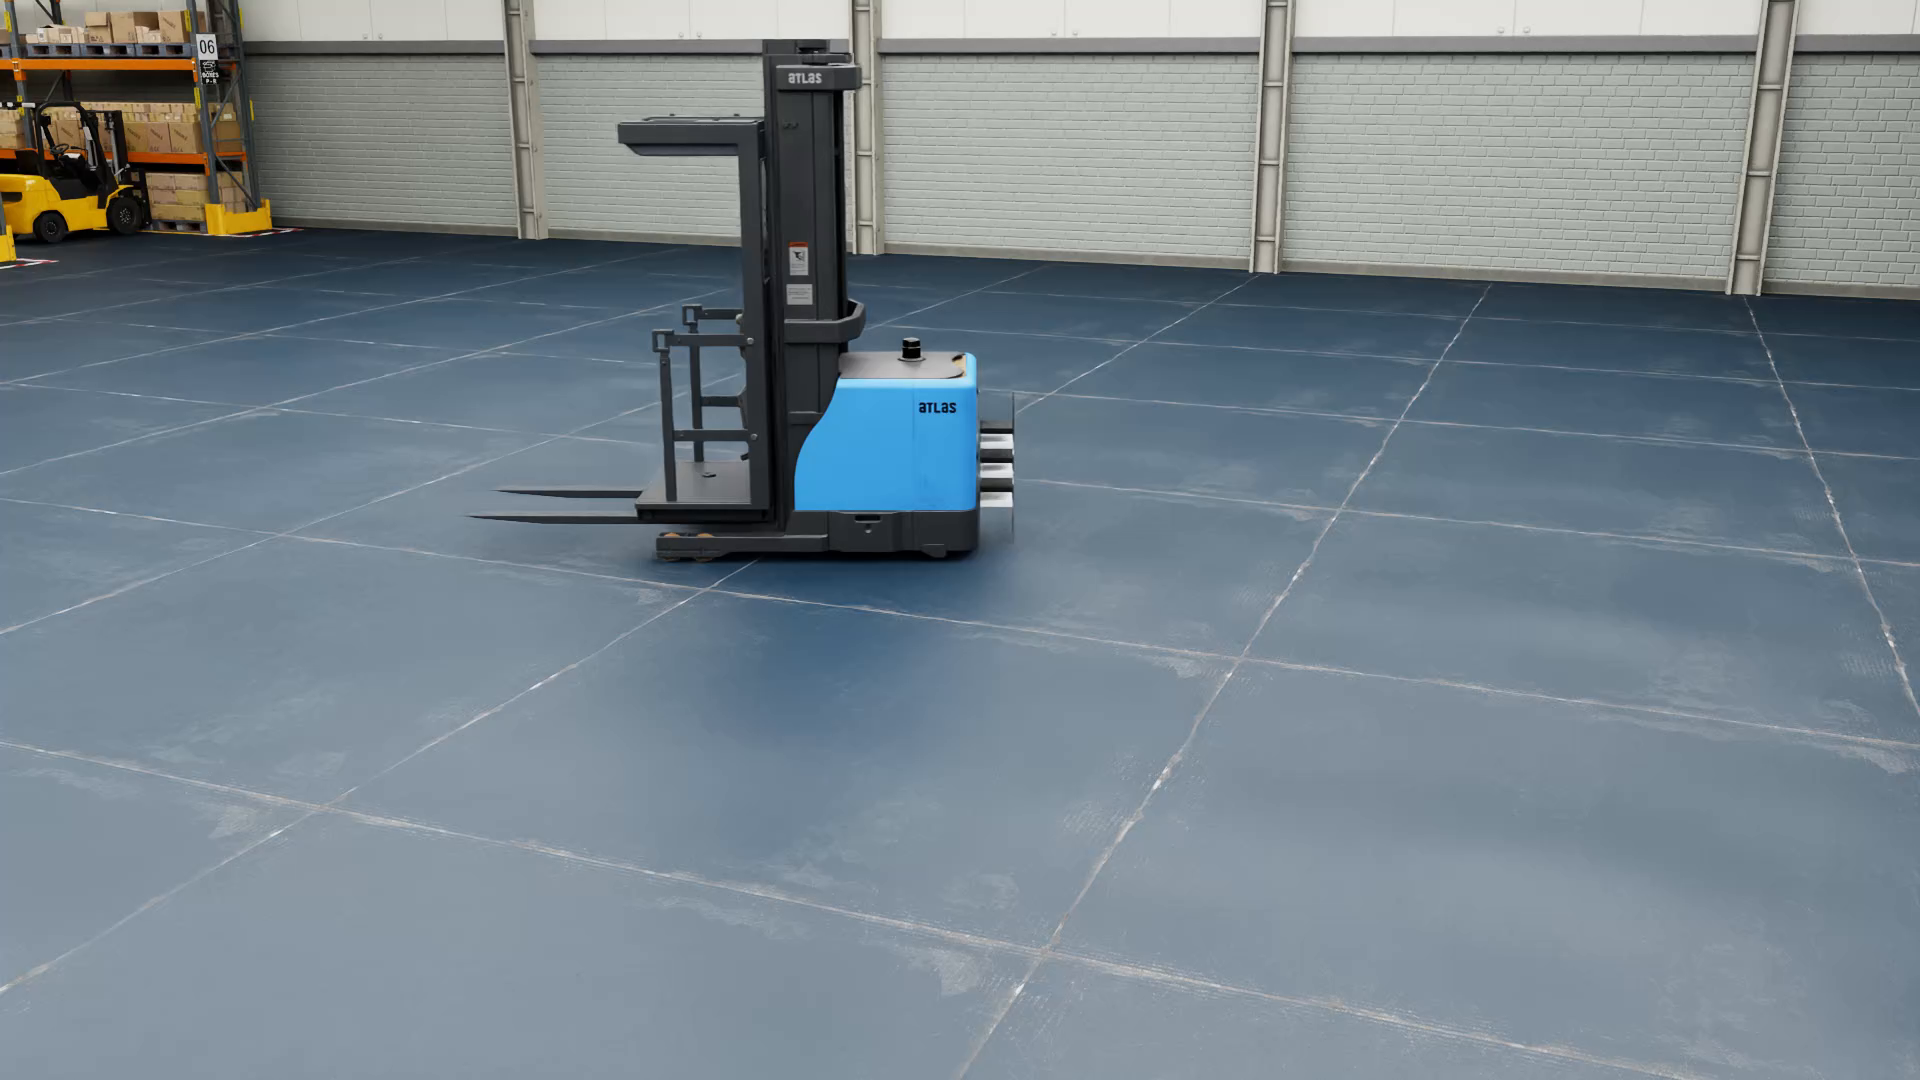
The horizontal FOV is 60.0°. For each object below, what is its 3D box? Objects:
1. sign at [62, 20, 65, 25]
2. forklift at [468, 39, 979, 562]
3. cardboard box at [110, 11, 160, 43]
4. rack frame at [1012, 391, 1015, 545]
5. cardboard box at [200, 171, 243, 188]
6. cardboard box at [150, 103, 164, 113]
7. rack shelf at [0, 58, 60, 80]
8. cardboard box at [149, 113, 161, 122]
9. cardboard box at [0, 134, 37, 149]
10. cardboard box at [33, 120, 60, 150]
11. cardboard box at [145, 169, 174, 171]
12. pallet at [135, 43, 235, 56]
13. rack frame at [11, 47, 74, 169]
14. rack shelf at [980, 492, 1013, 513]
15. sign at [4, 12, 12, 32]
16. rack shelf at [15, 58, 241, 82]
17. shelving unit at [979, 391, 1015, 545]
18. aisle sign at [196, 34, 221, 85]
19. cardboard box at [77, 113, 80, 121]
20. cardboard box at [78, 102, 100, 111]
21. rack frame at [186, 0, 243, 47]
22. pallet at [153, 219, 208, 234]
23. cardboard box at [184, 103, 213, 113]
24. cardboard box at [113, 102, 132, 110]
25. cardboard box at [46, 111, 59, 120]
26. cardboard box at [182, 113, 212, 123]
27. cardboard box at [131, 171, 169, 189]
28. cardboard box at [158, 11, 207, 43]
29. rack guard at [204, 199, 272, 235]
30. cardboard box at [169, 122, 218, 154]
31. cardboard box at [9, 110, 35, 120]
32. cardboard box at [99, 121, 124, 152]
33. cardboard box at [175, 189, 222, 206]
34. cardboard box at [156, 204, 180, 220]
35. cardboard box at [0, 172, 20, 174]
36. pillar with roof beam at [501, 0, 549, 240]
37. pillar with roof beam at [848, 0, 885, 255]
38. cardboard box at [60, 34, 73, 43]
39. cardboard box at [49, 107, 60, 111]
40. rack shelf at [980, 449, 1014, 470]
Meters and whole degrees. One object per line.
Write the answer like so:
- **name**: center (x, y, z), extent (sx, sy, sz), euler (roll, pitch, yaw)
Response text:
- **sign**: center (-15.737, -8.955, 29.192), extent (0.005, 0.325, 0.100), euler (6, 17, 21)
- **forklift**: center (-1.404, -1.425, 9.826), extent (3.031, 2.935, 1.130), euler (0, 16, 1)
- **cardboard box**: center (-13.636, -8.526, 27.671), extent (0.500, 0.500, 0.700), euler (6, 17, 21)
- **rack frame**: center (0.323, -0.438, 10.067), extent (0.006, 0.900, 0.240), euler (0, 16, 1)
- **cardboard box**: center (-12.596, -6.135, 28.311), extent (0.500, 0.250, 0.500), euler (6, 17, 20)
- **cardboard box**: center (-13.328, -7.241, 27.861), extent (0.250, 0.149, 0.380), euler (6, 17, 21)
- **rack shelf**: center (-17.800, -8.384, 29.584), extent (4.000, 0.370, 1.077), euler (6, 17, 21)
- **cardboard box**: center (-13.338, -7.087, 27.862), extent (0.250, 0.149, 0.380), euler (6, 17, 20)
- **cardboard box**: center (-16.504, -6.996, 29.162), extent (0.500, 0.250, 0.500), euler (7, 17, 22)
- **cardboard box**: center (-15.623, -7.019, 28.793), extent (0.500, 0.500, 0.500), euler (6, 17, 19)
- **cardboard box**: center (-13.998, -6.293, 28.857), extent (0.500, 0.250, 0.500), euler (6, 17, 20)
- **pallet**: center (-12.867, -8.152, 27.654), extent (1.213, 0.211, 1.003), euler (6, 17, 21)
- **rack frame**: center (-15.940, -7.085, 29.197), extent (0.127, 3.000, 1.000), euler (6, 17, 21)
- **rack shelf**: center (0.221, -0.233, 10.128), extent (0.200, 0.077, 0.258), euler (0, 16, 1)
- **sign**: center (-16.130, -8.783, 28.174), extent (0.005, 0.325, 0.100), euler (6, 17, 21)
- **rack shelf**: center (-14.079, -7.975, 28.174), extent (4.000, 0.370, 1.077), euler (6, 17, 21)
- **shelving unit**: center (0.221, -0.438, 10.069), extent (0.210, 0.900, 0.258), euler (0, 16, 1)
- **aisle sign**: center (-12.265, -7.841, 27.139), extent (0.004, 0.787, 0.394), euler (6, 17, 21)
- **cardboard box**: center (-14.800, -7.226, 28.341), extent (0.250, 0.149, 0.380), euler (6, 17, 20)
- **cardboard box**: center (-14.782, -7.378, 28.331), extent (0.250, 0.149, 0.380), euler (6, 17, 20)
- **rack frame**: center (-12.219, -9.556, 26.951), extent (0.127, 3.000, 1.000), euler (6, 17, 21)
- **pallet**: center (-12.945, -5.404, 28.408), extent (1.213, 0.211, 1.003), euler (6, 17, 21)
- **cardboard box**: center (-12.629, -7.160, 27.579), extent (0.250, 0.149, 0.380), euler (6, 17, 21)
- **cardboard box**: center (-14.058, -7.315, 28.115), extent (0.250, 0.149, 0.380), euler (7, 17, 21)
- **cardboard box**: center (-15.498, -7.317, 28.655), extent (0.250, 0.149, 0.380), euler (7, 17, 22)
- **cardboard box**: center (-12.644, -6.998, 27.555), extent (0.250, 0.149, 0.380), euler (7, 17, 21)
- **cardboard box**: center (-13.712, -6.103, 28.200), extent (0.500, 0.250, 0.500), euler (7, 17, 21)
- **cardboard box**: center (-12.720, -8.396, 27.221), extent (0.500, 0.500, 0.500), euler (7, 18, 22)
- **rack guard**: center (-12.196, -5.472, 28.127), extent (0.348, 0.500, 1.175), euler (6, 17, 21)
- **cardboard box**: center (-12.773, -6.706, 27.712), extent (0.500, 0.500, 0.500), euler (6, 17, 19)
- **cardboard box**: center (-16.339, -7.421, 29.014), extent (0.250, 0.149, 0.380), euler (7, 18, 23)
- **cardboard box**: center (-14.200, -6.862, 28.251), extent (0.500, 0.500, 0.500), euler (6, 17, 21)
- **cardboard box**: center (-12.786, -5.765, 27.935), extent (0.500, 0.250, 0.500), euler (6, 17, 20)
- **cardboard box**: center (-13.231, -5.576, 28.179), extent (0.500, 0.250, 0.500), euler (6, 17, 21)
- **cardboard box**: center (-17.148, -6.278, 29.923), extent (0.625, 0.625, 0.875), euler (6, 17, 20)
- **pillar with roof beam**: center (-8.534, -8.131, 22.041), extent (0.400, 9.000, 9.100), euler (6, 17, 21)
- **pillar with roof beam**: center (-2.952, -7.517, 19.927), extent (0.400, 9.000, 9.100), euler (6, 17, 21)
- **cardboard box**: center (-14.919, -8.451, 28.041), extent (0.250, 0.149, 0.380), euler (7, 18, 22)
- **cardboard box**: center (-15.469, -7.479, 28.678), extent (0.250, 0.149, 0.380), euler (7, 17, 21)
- **rack shelf**: center (0.221, -0.493, 10.053), extent (0.200, 0.077, 0.258), euler (0, 16, 1)
